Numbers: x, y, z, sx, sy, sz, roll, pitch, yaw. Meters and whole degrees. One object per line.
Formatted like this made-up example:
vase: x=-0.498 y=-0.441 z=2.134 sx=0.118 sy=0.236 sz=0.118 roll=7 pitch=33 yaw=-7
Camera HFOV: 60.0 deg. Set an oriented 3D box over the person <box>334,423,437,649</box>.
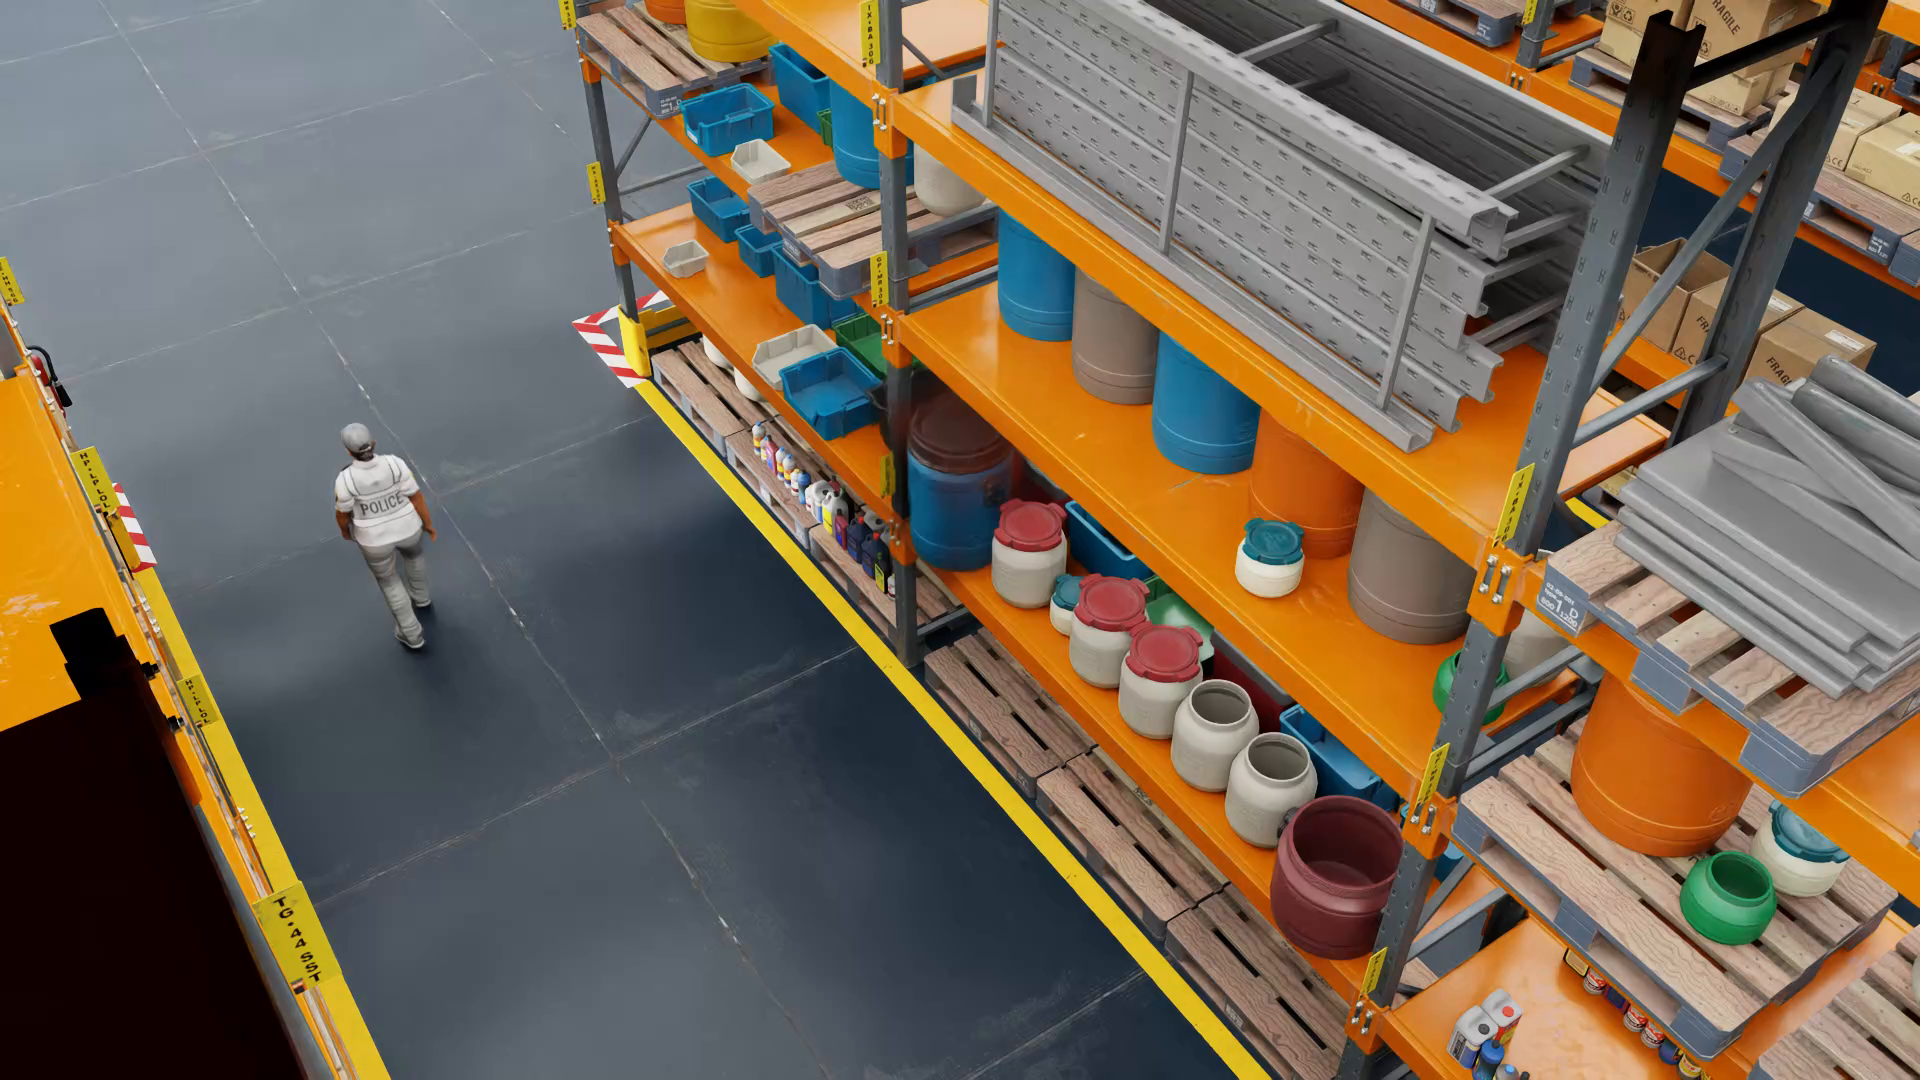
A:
person: x=-3.668 y=-0.072 z=10.630 sx=0.534 sy=1.685 sz=0.652 roll=-24 pitch=48 yaw=-24
